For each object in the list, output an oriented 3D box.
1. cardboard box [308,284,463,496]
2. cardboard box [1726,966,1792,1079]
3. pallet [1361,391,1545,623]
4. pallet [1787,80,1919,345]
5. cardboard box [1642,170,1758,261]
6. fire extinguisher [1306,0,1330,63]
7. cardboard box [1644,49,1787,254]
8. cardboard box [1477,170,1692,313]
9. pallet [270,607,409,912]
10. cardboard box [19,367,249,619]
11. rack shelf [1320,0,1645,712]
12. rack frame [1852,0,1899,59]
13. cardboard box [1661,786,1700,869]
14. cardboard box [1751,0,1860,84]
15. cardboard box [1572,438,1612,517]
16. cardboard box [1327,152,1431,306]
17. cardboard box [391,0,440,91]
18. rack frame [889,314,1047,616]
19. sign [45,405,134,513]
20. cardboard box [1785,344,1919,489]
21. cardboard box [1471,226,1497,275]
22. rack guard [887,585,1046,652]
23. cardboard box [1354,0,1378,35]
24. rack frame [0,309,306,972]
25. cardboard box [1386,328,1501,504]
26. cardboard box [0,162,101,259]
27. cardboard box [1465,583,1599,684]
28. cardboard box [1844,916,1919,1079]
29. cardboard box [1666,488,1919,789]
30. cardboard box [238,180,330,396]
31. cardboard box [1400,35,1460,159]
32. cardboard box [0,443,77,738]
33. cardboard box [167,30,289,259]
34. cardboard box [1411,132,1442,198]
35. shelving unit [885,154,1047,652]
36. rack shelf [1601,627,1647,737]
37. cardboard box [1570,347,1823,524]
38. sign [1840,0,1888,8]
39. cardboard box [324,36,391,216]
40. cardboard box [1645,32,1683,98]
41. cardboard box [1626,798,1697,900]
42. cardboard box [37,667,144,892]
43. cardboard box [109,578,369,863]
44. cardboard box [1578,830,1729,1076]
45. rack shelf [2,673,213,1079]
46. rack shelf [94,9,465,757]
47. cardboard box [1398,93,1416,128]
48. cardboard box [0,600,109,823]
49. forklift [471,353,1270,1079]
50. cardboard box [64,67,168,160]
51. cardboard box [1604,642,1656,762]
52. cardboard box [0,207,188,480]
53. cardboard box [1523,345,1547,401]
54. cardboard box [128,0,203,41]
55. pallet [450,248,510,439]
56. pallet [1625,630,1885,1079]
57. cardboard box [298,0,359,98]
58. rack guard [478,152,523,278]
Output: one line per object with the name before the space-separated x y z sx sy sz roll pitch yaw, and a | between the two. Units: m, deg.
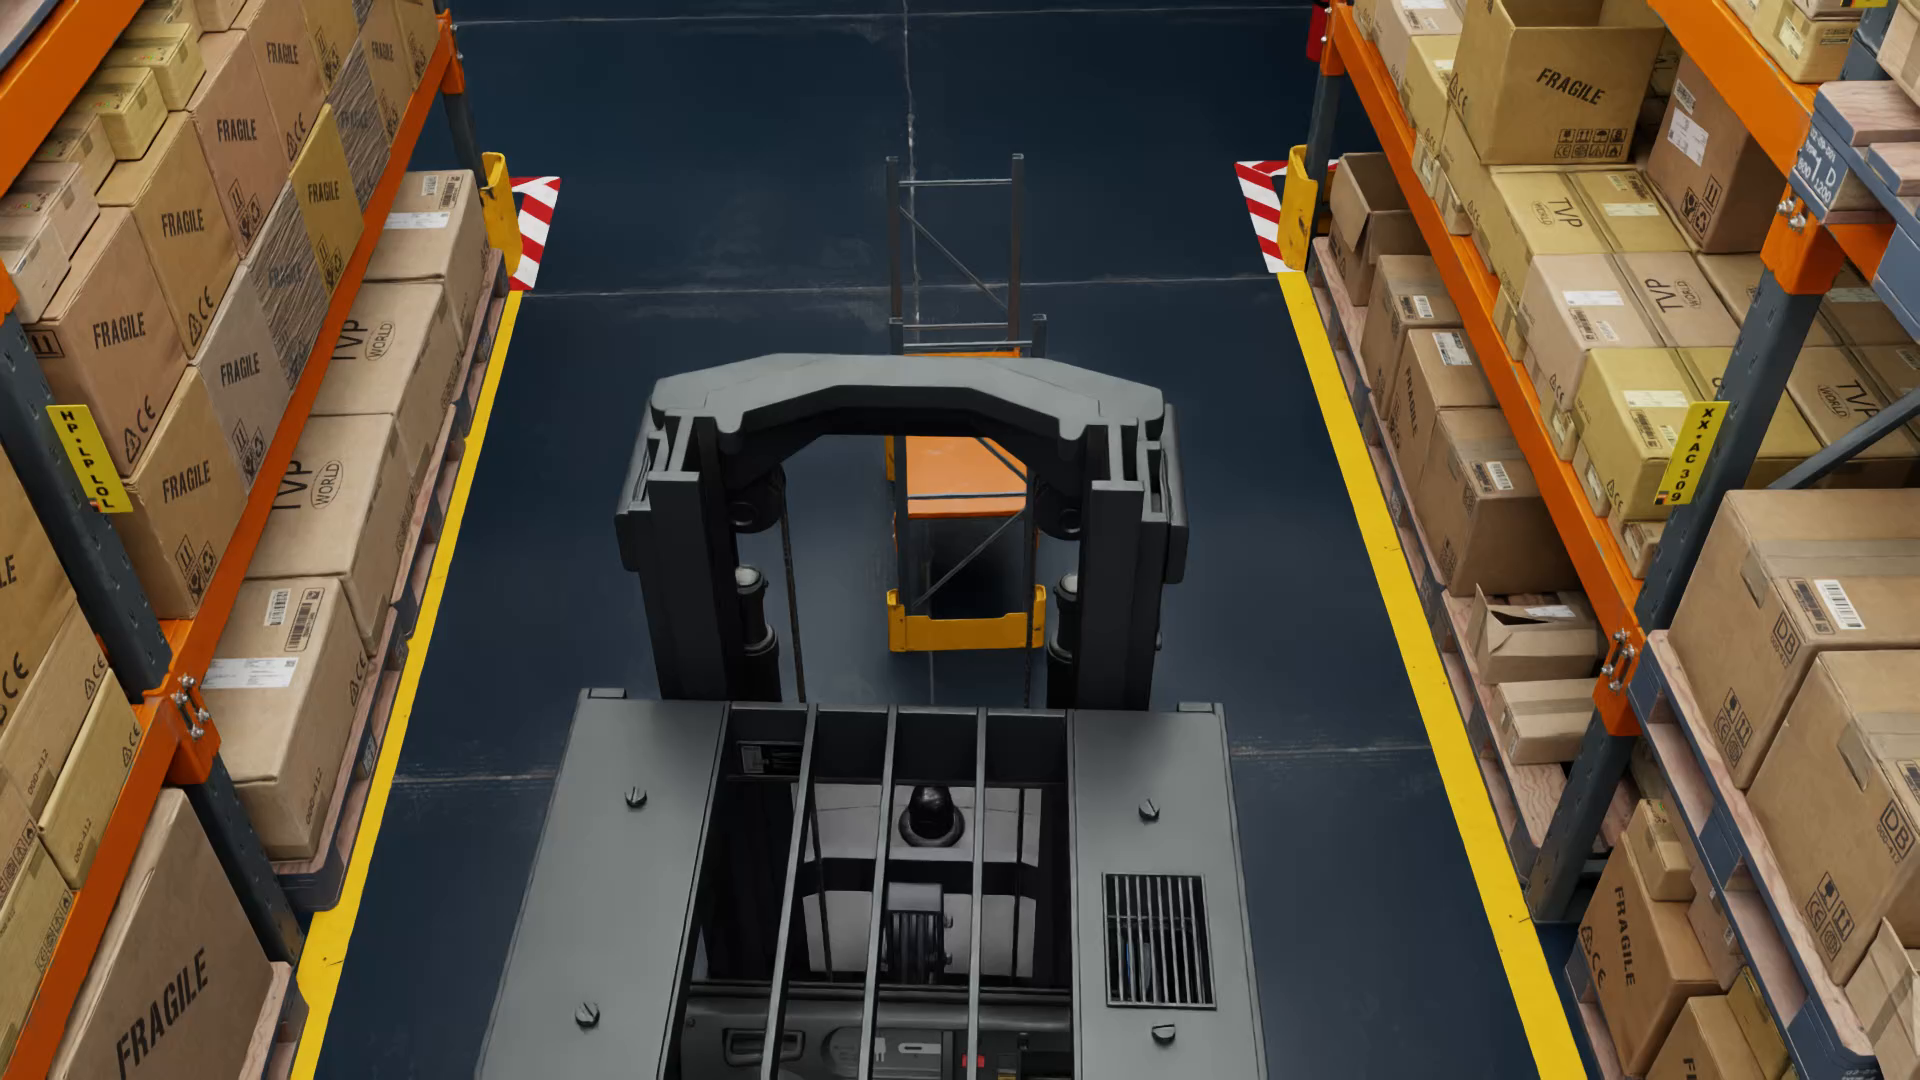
cardboard box | -2.598 -0.619 6.791 0.875 0.438 0.875 -1 43 -1
cardboard box | 2.216 1.221 4.257 0.380 0.149 0.250 -4 43 -4
pallet | 2.273 -0.175 6.785 1.003 0.211 1.213 -2 43 -2
pallet | 2.313 -0.508 3.003 1.213 0.211 1.003 -2 43 -2
cardboard box | 2.556 -0.997 5.509 0.500 0.250 0.500 -1 43 -1
fire extinguisher | 1.718 -2.534 7.628 0.296 0.674 0.183 -2 43 -2
cardboard box | 2.558 -1.258 5.238 0.500 0.500 0.500 -3 43 -3
cardboard box | 2.046 -0.980 5.490 0.500 0.250 0.500 -2 43 -2
pallet | -2.557 0.744 5.783 1.003 0.211 1.213 -2 43 -2
cardboard box | -2.362 -0.130 4.598 0.500 0.500 0.500 0 43 0
rack shelf | 2.271 -0.999 6.152 1.077 0.370 4.000 -2 43 -2
rack frame | 2.356 -2.125 2.409 1.000 3.000 0.127 -2 43 -2
cardboard box | 2.166 0.752 4.548 0.380 0.149 0.250 -2 43 -3
cardboard box | 2.045 -1.161 3.763 0.380 0.149 0.250 -2 43 -2
cardboard box | 2.057 -0.204 4.939 0.380 0.149 0.250 -1 43 -1
cardboard box | 2.117 -1.433 7.630 0.797 0.503 0.637 -3 43 -3
cardboard box | -2.488 -2.188 6.843 0.500 0.500 0.500 -1 43 -2
rack frame | 0.025 -0.152 5.806 0.500 1.500 0.032 -2 43 -2
sign | -2.062 -0.189 3.938 0.100 0.325 0.005 -2 43 -2
cardboard box | 2.604 -0.310 4.759 0.500 0.250 0.500 -2 43 -2
cardboard box | 2.042 -1.071 5.885 0.380 0.149 0.250 -2 43 -2
rack guard | 0.024 0.296 6.243 0.587 0.250 0.087 -2 43 -2
cardboard box | 1.936 -2.354 6.990 0.500 0.250 0.500 -1 43 -2
rack frame | -2.603 0.231 4.278 1.000 3.000 0.127 -2 43 -2
cardboard box | 2.037 -0.494 6.608 0.500 0.500 0.500 -1 43 -1
cardboard box | -2.384 -0.806 4.116 0.380 0.149 0.250 -1 43 -1
cardboard box | 2.023 0.331 5.882 0.396 0.266 0.258 0 43 0
cardboard box | 2.031 0.930 3.304 0.396 0.266 0.258 0 43 0
cardboard box | 2.153 0.228 3.897 0.700 0.500 0.500 -1 43 -1
cardboard box | -2.394 -0.806 5.335 0.500 0.500 0.500 -1 43 -2
cardboard box | 1.982 -1.672 6.245 0.500 0.250 0.500 -2 43 -3
cardboard box | -2.334 0.120 3.585 0.500 0.500 0.500 0 43 0
cardboard box | -2.407 -1.190 5.014 0.500 0.500 0.500 -1 43 -1
cardboard box | 1.931 -1.421 6.266 0.380 0.149 0.250 -3 43 -3
shelving unit | 0.003 -0.501 6.187 0.587 1.500 1.083 -2 43 -2
rack shelf | 2.441 1.702 3.206 1.077 0.370 4.000 -2 43 -2
cardboard box | 2.090 -0.305 4.754 0.500 0.250 0.500 -1 43 -1
sign | 1.814 -1.189 3.225 0.100 0.325 0.005 -2 43 -2
cardboard box | -2.450 -1.502 6.094 0.500 0.500 0.500 -1 43 -1
cardboard box | 2.507 -1.683 6.257 0.500 0.250 0.500 0 43 0
cardboard box | 2.105 0.864 4.647 0.380 0.149 0.250 0 43 0
cardboard box | -2.332 0.582 4.006 0.500 0.250 0.500 -3 43 -3
cardboard box | -2.523 0.594 5.467 0.875 0.438 0.875 -2 43 -2
cardboard box | 2.151 1.186 4.775 0.500 0.500 0.500 0 43 0
rack shelf | -2.518 1.847 3.048 1.077 0.370 4.000 -2 43 -2
rack shelf | -2.688 -0.854 5.994 1.077 0.370 4.000 -2 43 -2
cardboard box | 1.978 -1.773 6.650 0.380 0.149 0.250 0 43 0
cardboard box | -2.342 0.393 3.843 0.500 0.250 0.500 -2 43 -2
forklift | -0.109 1.222 3.248 1.130 2.935 3.031 1 43 1
cardboard box | -2.387 -1.147 4.488 0.380 0.149 0.250 -2 43 -2
cardboard box | 2.564 0.470 5.697 0.500 0.311 0.500 0 43 0
cardboard box | -2.382 -0.503 4.265 0.500 0.500 0.500 -1 43 -2
cardboard box | 2.038 -0.557 5.324 0.380 0.149 0.250 -1 43 -1
cardboard box | -2.462 -1.495 4.867 0.380 0.149 0.250 -2 43 -2
pallet | -2.661 -0.904 7.580 1.003 0.211 1.213 -2 43 -2
pallet | 2.281 0.700 3.909 1.003 0.211 1.213 -2 43 -2
cardboard box | -2.446 -1.870 5.756 0.500 0.500 0.500 -2 43 -2
rack guard | -2.774 -1.564 8.086 1.175 0.500 0.348 -2 43 -2
